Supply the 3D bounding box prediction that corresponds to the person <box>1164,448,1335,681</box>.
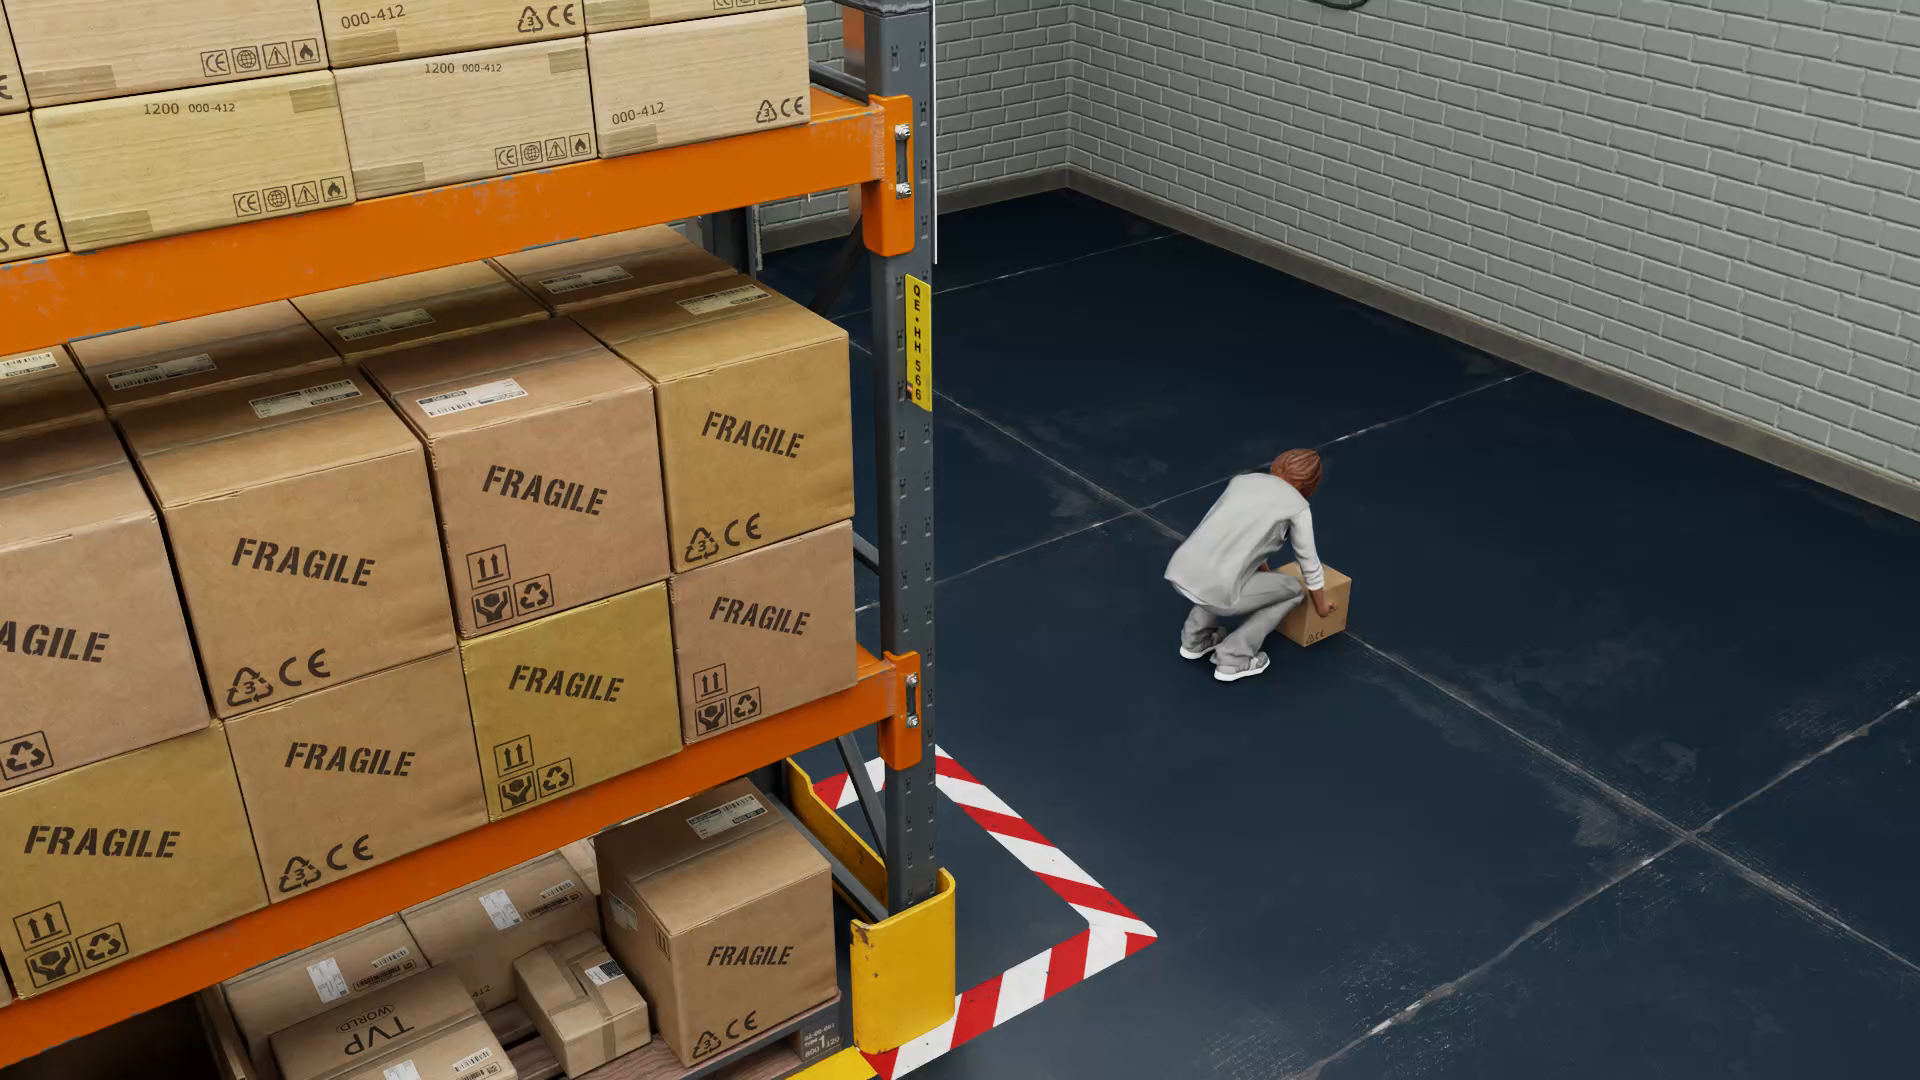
[{"bbox_3d":[1.169,0.103,6.746,0.804,0.829,0.440,-19,34,-31],"label":"person"}]
